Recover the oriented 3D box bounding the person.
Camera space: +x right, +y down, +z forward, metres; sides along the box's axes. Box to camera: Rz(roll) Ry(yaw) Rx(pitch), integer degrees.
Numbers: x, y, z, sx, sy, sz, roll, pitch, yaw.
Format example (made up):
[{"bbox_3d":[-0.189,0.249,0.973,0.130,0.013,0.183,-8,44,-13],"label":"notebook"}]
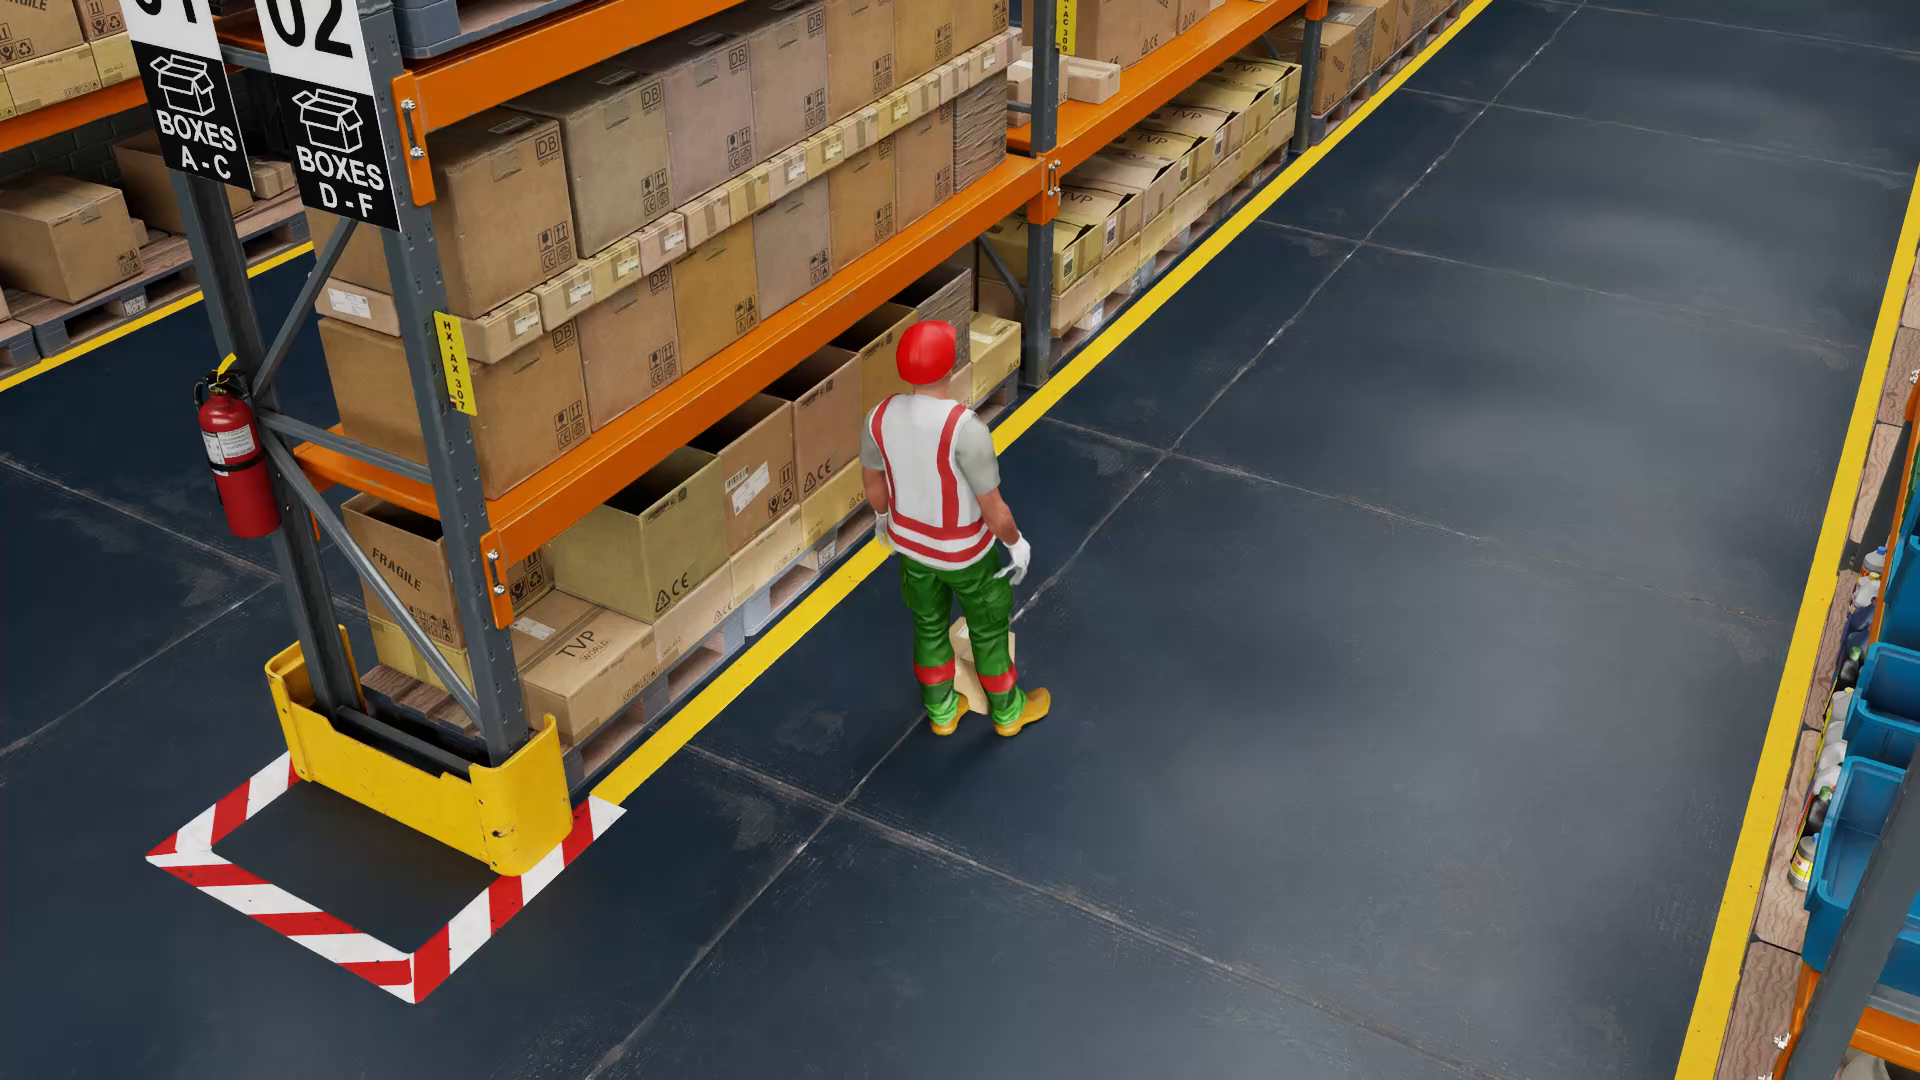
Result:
[{"bbox_3d":[-0.012,-0.034,6.155,0.638,1.787,0.565,18,38,24],"label":"person"}]
